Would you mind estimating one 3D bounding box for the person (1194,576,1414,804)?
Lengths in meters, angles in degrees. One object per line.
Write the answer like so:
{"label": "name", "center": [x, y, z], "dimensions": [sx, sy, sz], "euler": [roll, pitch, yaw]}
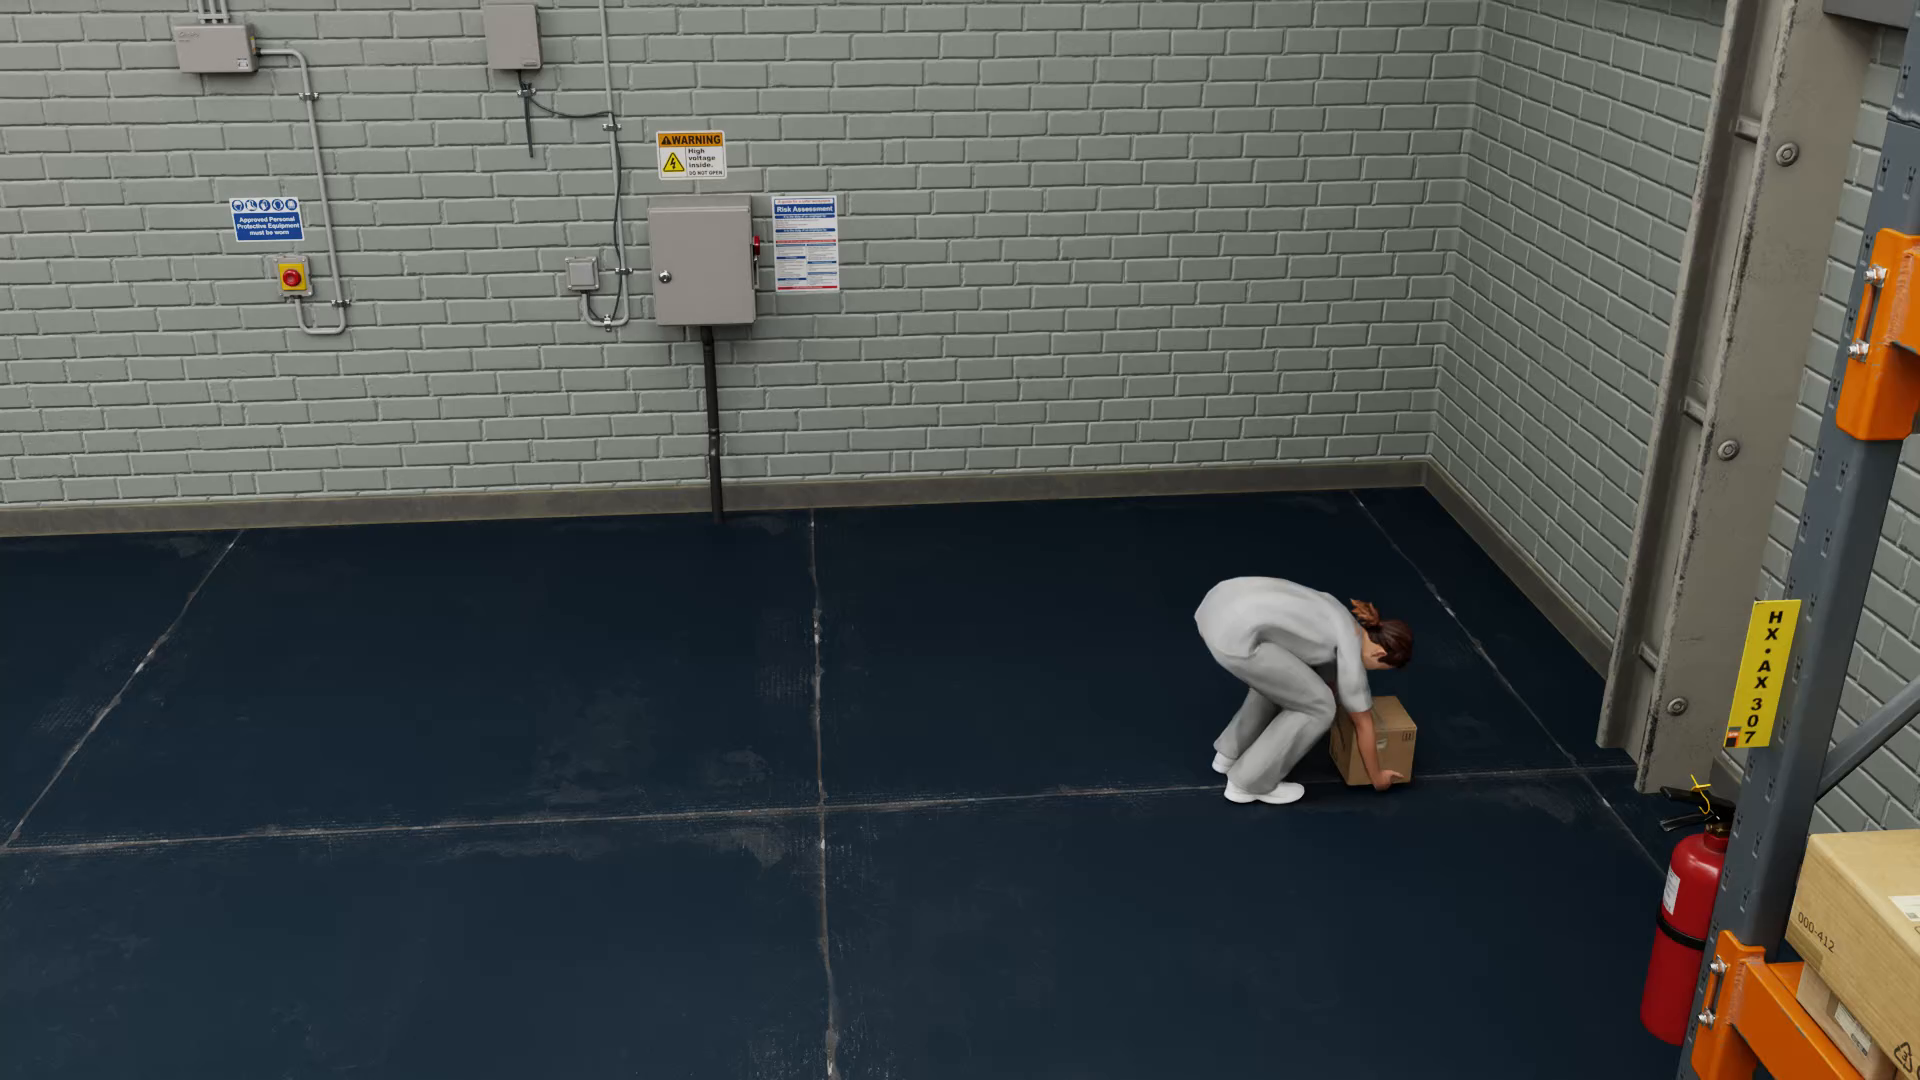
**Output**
{"label": "person", "center": [1.311, 0.546, 6.365], "dimensions": [0.850, 0.866, 0.474], "euler": [-3, 24, -8]}
